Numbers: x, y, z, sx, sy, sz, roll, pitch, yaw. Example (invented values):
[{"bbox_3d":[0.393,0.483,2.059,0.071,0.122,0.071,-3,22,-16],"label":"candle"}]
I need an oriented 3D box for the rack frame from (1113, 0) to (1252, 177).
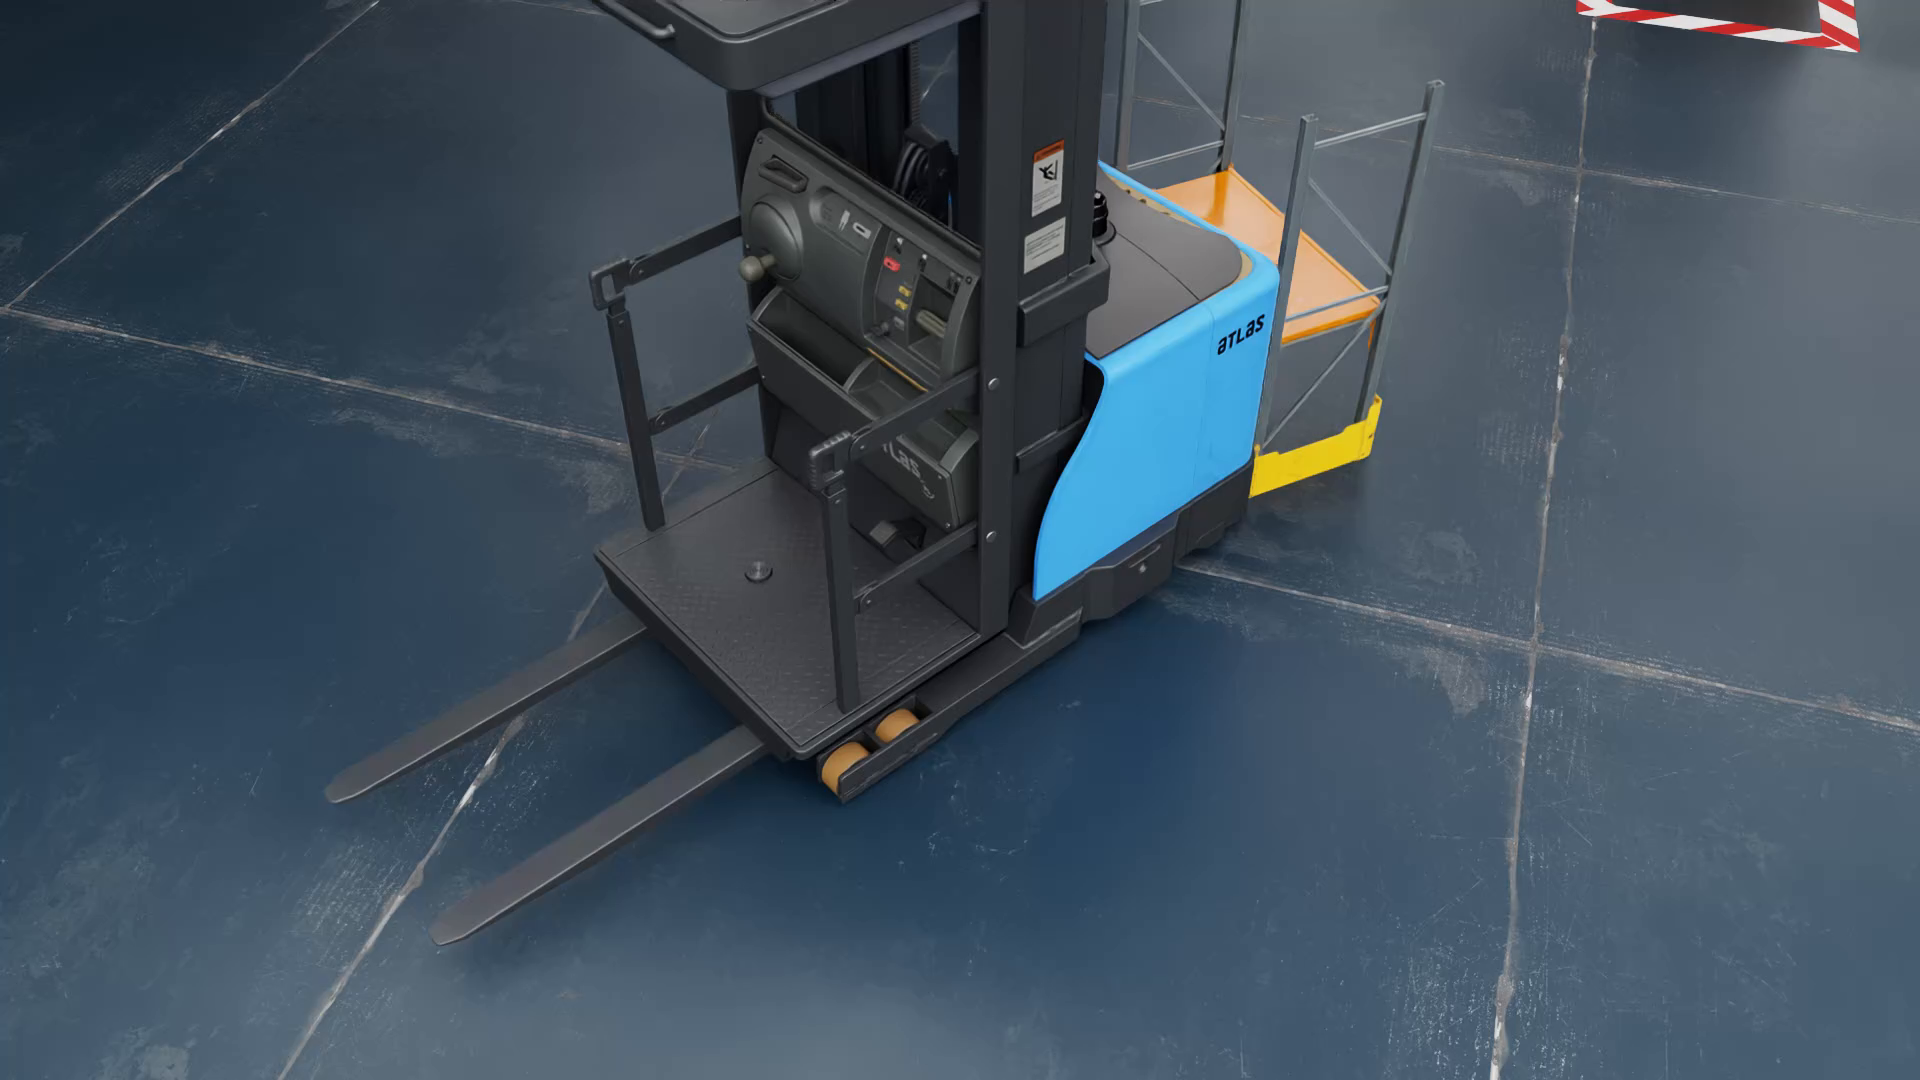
[{"bbox_3d":[0.786,-1.411,6.119,0.500,1.500,0.032,-19,47,-18],"label":"rack frame"}]

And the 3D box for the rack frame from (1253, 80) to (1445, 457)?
[{"bbox_3d":[1.231,-0.771,5.466,0.500,1.500,0.032,-19,47,-18],"label":"rack frame"}]

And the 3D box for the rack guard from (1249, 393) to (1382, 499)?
[{"bbox_3d":[1.222,-0.337,5.915,0.587,0.250,0.087,-19,47,-18],"label":"rack guard"}]

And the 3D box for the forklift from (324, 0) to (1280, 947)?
[{"bbox_3d":[-0.444,-0.698,4.367,3.031,2.935,1.130,-31,52,-28],"label":"forklift"}]

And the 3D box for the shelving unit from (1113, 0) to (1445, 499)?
[{"bbox_3d":[1.005,-1.097,5.798,0.587,1.500,1.083,-19,47,-18],"label":"shelving unit"}]

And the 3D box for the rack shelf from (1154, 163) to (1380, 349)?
[{"bbox_3d":[1.009,-0.962,5.918,0.538,0.185,1.000,-19,47,-18],"label":"rack shelf"}]
